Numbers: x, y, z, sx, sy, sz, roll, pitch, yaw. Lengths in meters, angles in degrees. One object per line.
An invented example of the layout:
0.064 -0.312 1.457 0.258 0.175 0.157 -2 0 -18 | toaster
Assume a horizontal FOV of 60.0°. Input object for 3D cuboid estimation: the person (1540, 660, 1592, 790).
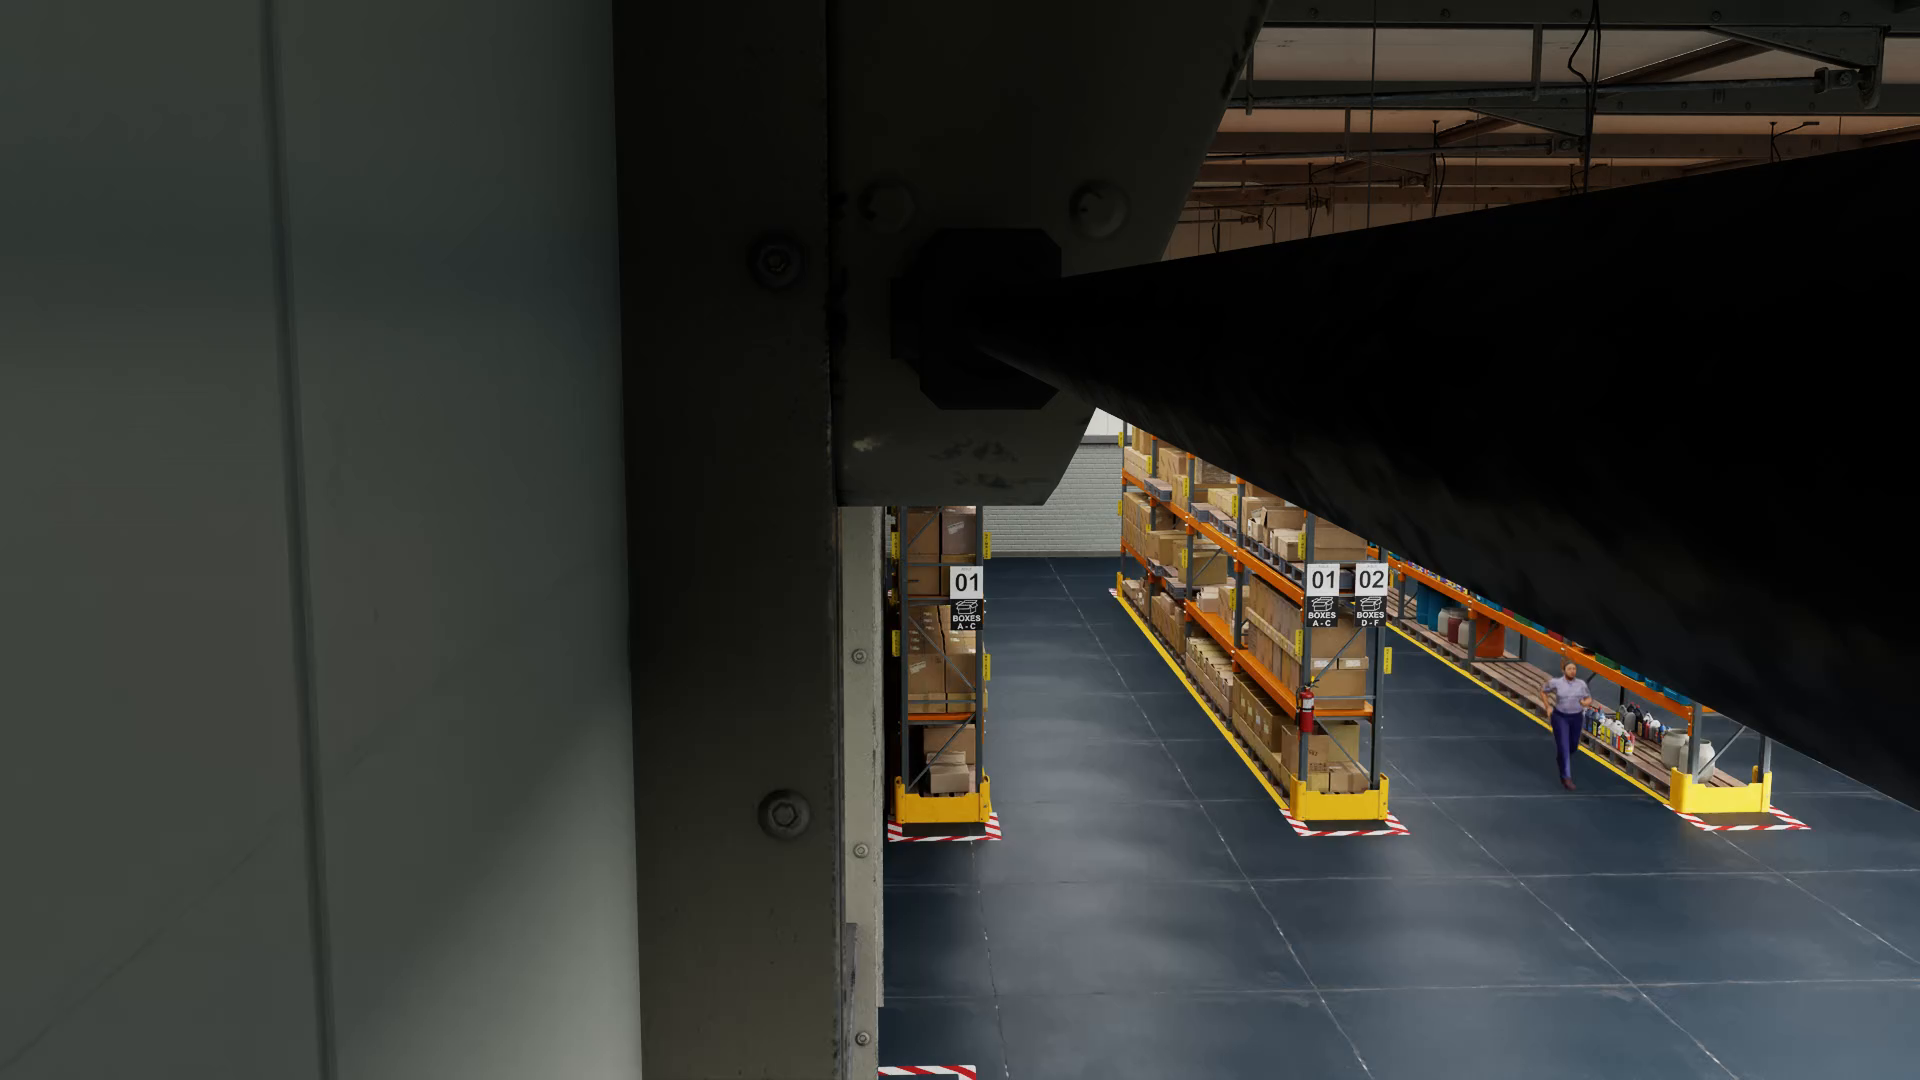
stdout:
8.071 2.416 22.089 0.607 1.621 0.897 0 8 -2 | person
